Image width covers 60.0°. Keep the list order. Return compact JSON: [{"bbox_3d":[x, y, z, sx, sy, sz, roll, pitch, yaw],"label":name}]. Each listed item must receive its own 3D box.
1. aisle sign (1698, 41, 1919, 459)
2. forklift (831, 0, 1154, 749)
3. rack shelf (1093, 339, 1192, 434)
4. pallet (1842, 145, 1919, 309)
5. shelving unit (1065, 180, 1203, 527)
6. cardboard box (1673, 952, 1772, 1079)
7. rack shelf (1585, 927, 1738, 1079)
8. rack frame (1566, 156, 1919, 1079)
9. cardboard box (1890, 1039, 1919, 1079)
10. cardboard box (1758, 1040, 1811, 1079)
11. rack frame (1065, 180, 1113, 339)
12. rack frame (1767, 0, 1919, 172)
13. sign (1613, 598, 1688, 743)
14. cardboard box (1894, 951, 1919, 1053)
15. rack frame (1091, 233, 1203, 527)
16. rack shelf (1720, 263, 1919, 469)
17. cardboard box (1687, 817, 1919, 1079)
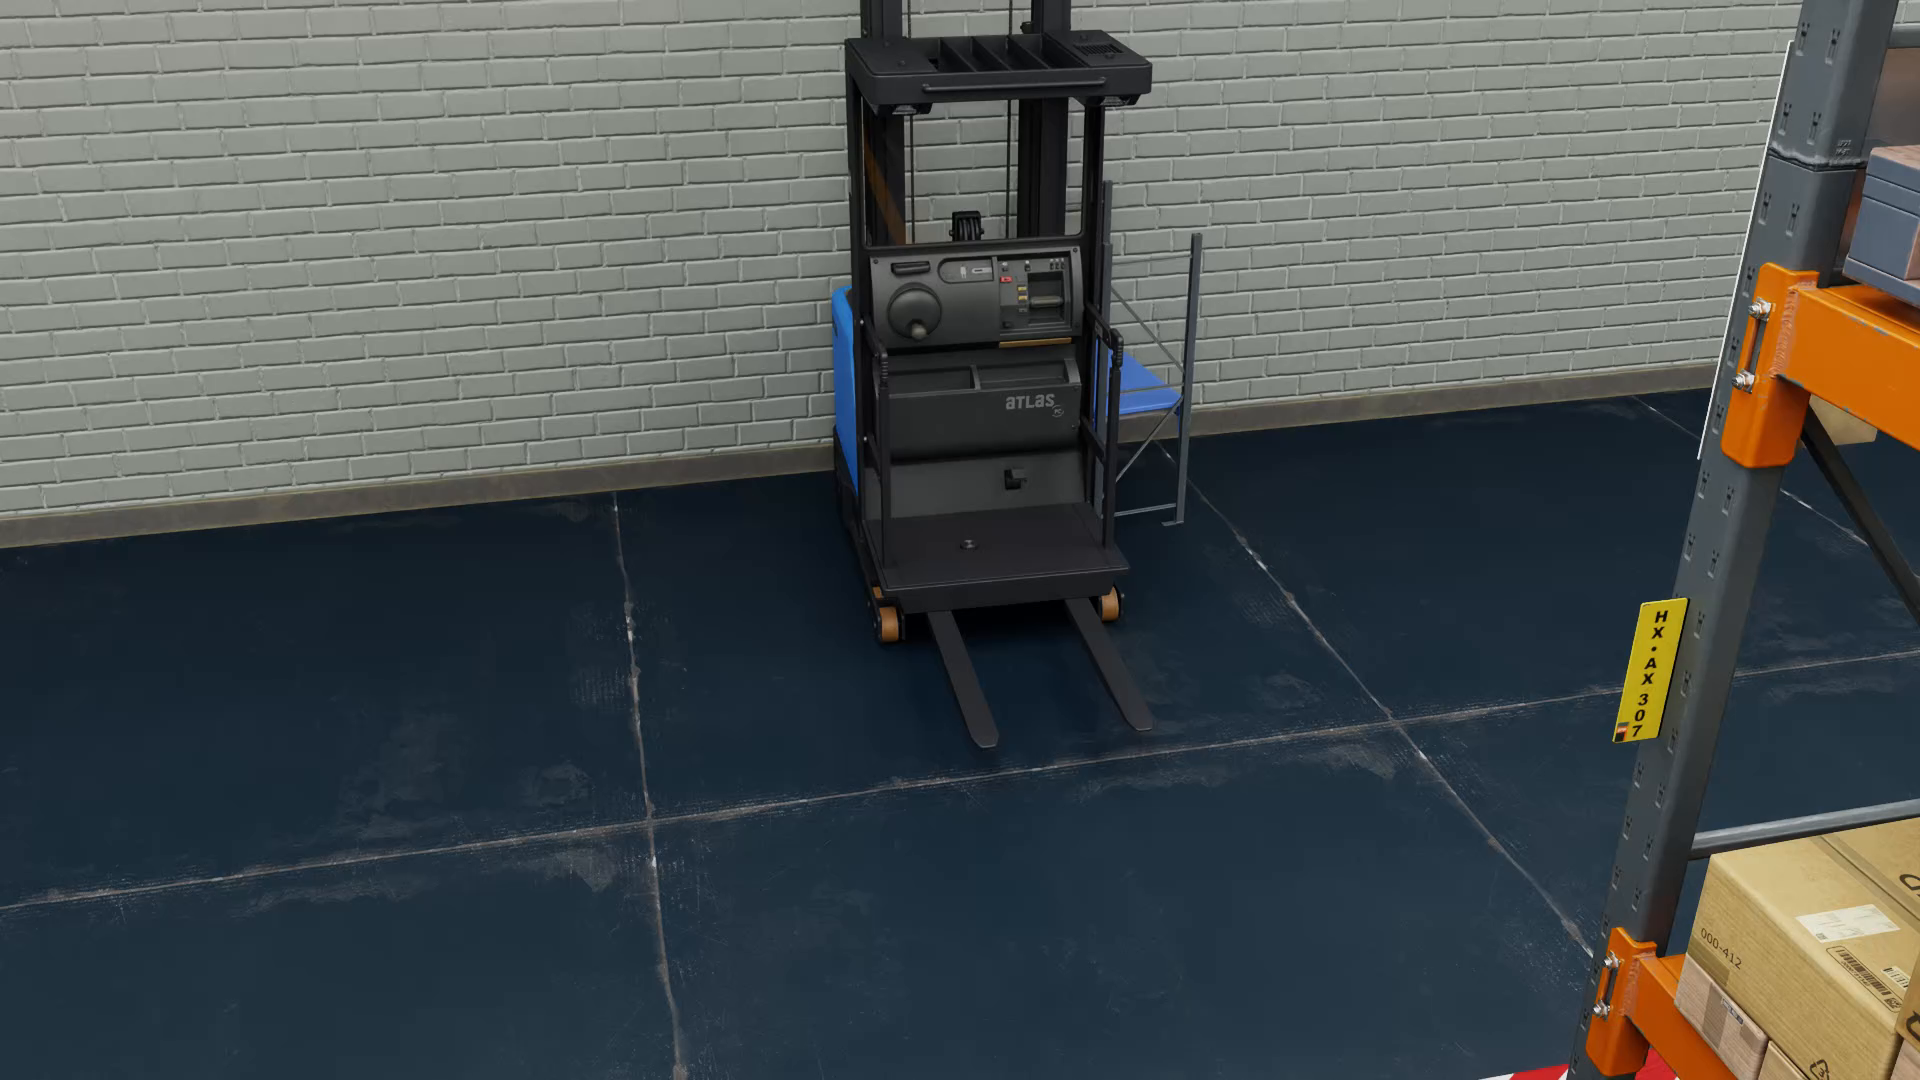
[{"bbox_3d":[1.621,-0.528,3.082,0.394,0.787,0.004,-6,27,-12],"label":"aisle sign"},{"bbox_3d":[0.119,-1.032,7.041,1.130,2.935,3.031,-5,27,-10],"label":"forklift"},{"bbox_3d":[0.720,-0.778,8.526,0.538,0.185,1.000,-9,28,-17],"label":"rack shelf"},{"bbox_3d":[2.107,-0.341,2.367,1.003,0.211,1.213,-6,27,-12],"label":"pallet"},{"bbox_3d":[0.720,-0.938,8.445,0.538,1.500,1.048,-9,28,-17],"label":"shelving unit"},{"bbox_3d":[1.688,0.935,3.347,0.380,0.149,0.250,-6,27,-11],"label":"cardboard box"},{"bbox_3d":[2.381,1.833,2.089,1.077,0.370,4.000,-6,27,-12],"label":"rack shelf"},{"bbox_3d":[1.930,0.633,3.666,1.000,3.000,0.127,-6,27,-12],"label":"rack frame"},{"bbox_3d":[1.899,1.033,2.710,0.500,0.250,0.500,-6,27,-12],"label":"cardboard box"},{"bbox_3d":[1.748,1.047,3.125,0.380,0.149,0.250,-6,27,-12],"label":"cardboard box"},{"bbox_3d":[0.550,-1.154,8.872,0.500,1.500,0.032,-9,28,-17],"label":"rack frame"},{"bbox_3d":[1.930,-2.045,2.314,1.000,3.000,0.127,-6,27,-12],"label":"rack frame"},{"bbox_3d":[1.388,0.265,3.347,0.100,0.325,0.005,-6,27,-12],"label":"sign"},{"bbox_3d":[1.888,0.691,2.557,0.500,0.500,0.500,-7,28,-13],"label":"cardboard box"},{"bbox_3d":[0.890,-0.723,8.017,0.500,1.500,0.032,-9,28,-17],"label":"rack frame"},{"bbox_3d":[2.381,0.494,1.413,1.077,0.370,4.000,-6,27,-12],"label":"rack shelf"},{"bbox_3d":[1.775,0.806,3.161,0.500,0.250,0.500,-7,28,-13],"label":"cardboard box"}]
